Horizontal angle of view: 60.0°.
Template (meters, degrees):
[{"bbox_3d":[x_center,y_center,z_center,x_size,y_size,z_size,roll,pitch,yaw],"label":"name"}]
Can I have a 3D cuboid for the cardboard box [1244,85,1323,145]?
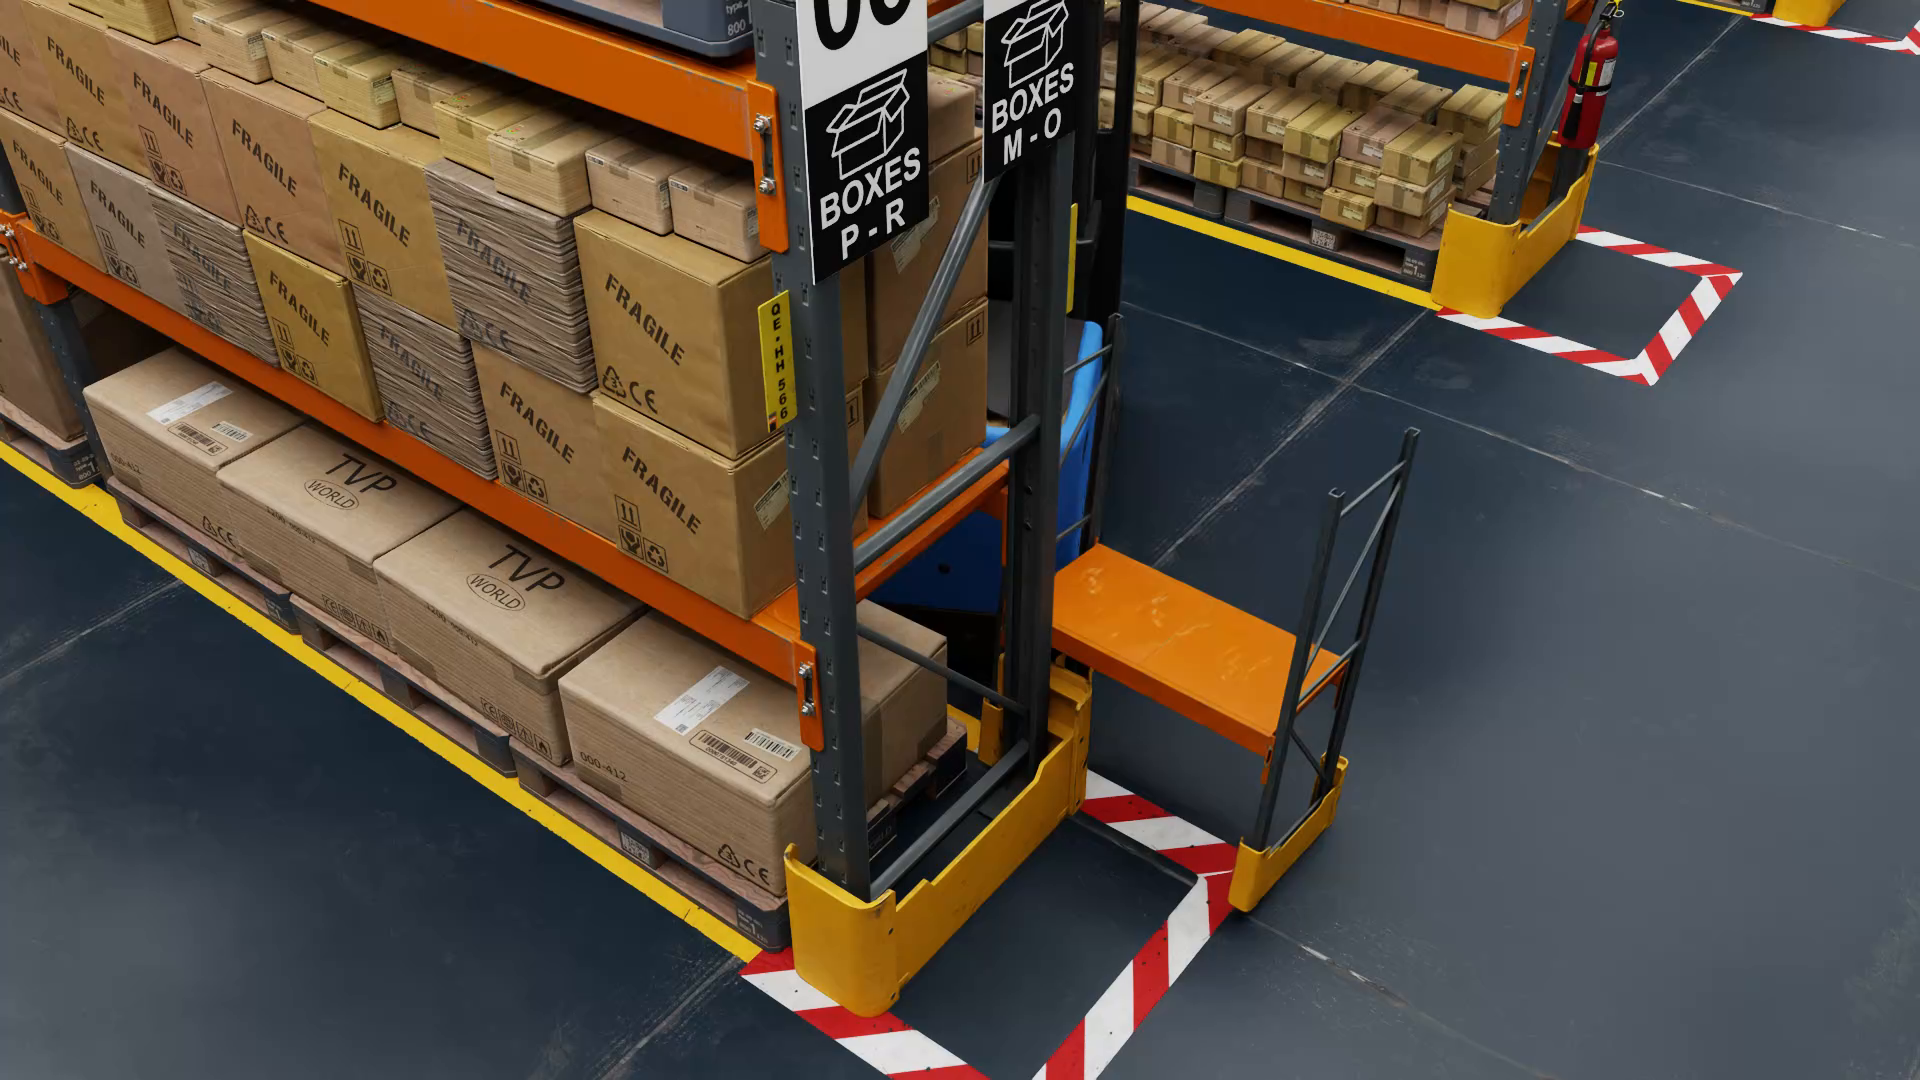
[{"bbox_3d":[1.678,-2.203,8.620,0.250,0.149,0.380,23,44,27],"label":"cardboard box"}]

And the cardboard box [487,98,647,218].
[{"bbox_3d":[-0.939,-0.968,4.135,0.250,0.149,0.380,25,44,28],"label":"cardboard box"}]

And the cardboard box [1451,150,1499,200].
[{"bbox_3d":[2.645,-1.962,8.795,0.250,0.149,0.380,26,45,29],"label":"cardboard box"}]

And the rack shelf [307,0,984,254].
[{"bbox_3d":[-1.648,-1.752,4.704,4.000,0.370,1.077,25,45,29],"label":"rack shelf"}]

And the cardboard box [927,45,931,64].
[{"bbox_3d":[-0.217,-2.932,9.792,0.250,0.149,0.380,27,46,30],"label":"cardboard box"}]

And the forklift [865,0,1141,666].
[{"bbox_3d":[0.129,-1.584,6.395,1.130,2.935,3.031,6,38,7],"label":"forklift"}]

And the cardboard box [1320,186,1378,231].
[{"bbox_3d":[2.057,-1.751,8.525,0.250,0.149,0.380,27,45,30],"label":"cardboard box"}]

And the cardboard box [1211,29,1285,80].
[{"bbox_3d":[1.600,-2.689,9.241,0.250,0.149,0.380,26,45,29],"label":"cardboard box"}]

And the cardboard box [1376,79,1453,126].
[{"bbox_3d":[2.365,-2.250,8.681,0.250,0.149,0.380,26,45,29],"label":"cardboard box"}]

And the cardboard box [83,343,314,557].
[{"bbox_3d":[-2.804,-0.472,6.657,0.875,0.438,0.875,25,44,28],"label":"cardboard box"}]

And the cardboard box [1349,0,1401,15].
[{"bbox_3d":[2.053,-2.649,7.904,0.250,0.149,0.380,25,44,28],"label":"cardboard box"}]

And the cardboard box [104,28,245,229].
[{"bbox_3d":[-2.208,-1.349,5.148,0.500,0.500,0.500,26,45,29],"label":"cardboard box"}]

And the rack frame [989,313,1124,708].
[{"bbox_3d":[0.300,0.014,5.472,0.032,1.500,0.500,26,39,29],"label":"rack frame"}]

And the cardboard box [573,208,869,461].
[{"bbox_3d":[-0.587,-0.602,4.193,0.500,0.500,0.500,27,45,30],"label":"cardboard box"}]

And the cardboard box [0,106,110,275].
[{"bbox_3d":[-3.023,-1.338,5.945,0.500,0.500,0.500,27,45,30],"label":"cardboard box"}]

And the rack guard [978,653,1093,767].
[{"bbox_3d":[0.275,0.541,5.808,0.087,0.250,0.587,26,39,29],"label":"rack guard"}]

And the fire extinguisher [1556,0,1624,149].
[{"bbox_3d":[2.787,-2.069,7.324,0.183,0.674,0.296,25,45,29],"label":"fire extinguisher"}]

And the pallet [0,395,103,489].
[{"bbox_3d":[-3.896,-0.757,7.546,1.213,0.211,1.003,25,45,29],"label":"pallet"}]

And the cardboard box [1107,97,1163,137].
[{"bbox_3d":[1.014,-2.360,9.062,0.250,0.149,0.380,26,45,29],"label":"cardboard box"}]

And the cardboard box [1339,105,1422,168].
[{"bbox_3d":[2.128,-2.040,8.412,0.250,0.149,0.380,26,45,29],"label":"cardboard box"}]

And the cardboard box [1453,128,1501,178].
[{"bbox_3d":[2.607,-2.048,8.664,0.250,0.149,0.380,27,46,30],"label":"cardboard box"}]

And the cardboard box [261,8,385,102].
[{"bbox_3d":[-1.711,-1.388,4.671,0.250,0.149,0.380,27,45,30],"label":"cardboard box"}]

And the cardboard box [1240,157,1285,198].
[{"bbox_3d":[1.695,-1.978,8.815,0.250,0.149,0.380,26,45,29],"label":"cardboard box"}]

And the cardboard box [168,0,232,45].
[{"bbox_3d":[-2.099,-1.592,4.932,0.250,0.149,0.380,25,45,28],"label":"cardboard box"}]

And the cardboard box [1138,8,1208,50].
[{"bbox_3d":[1.211,-2.883,9.489,0.250,0.149,0.380,24,44,27],"label":"cardboard box"}]

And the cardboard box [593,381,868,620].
[{"bbox_3d":[-0.604,-0.195,4.485,0.500,0.500,0.500,26,45,29],"label":"cardboard box"}]

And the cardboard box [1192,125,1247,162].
[{"bbox_3d":[1.442,-2.166,8.814,0.250,0.149,0.380,26,45,29],"label":"cardboard box"}]

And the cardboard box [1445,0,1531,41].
[{"bbox_3d":[2.436,-2.451,7.651,0.250,0.149,0.380,25,45,29],"label":"cardboard box"}]

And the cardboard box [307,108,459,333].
[{"bbox_3d":[-1.411,-0.970,4.663,0.500,0.500,0.500,25,44,28],"label":"cardboard box"}]

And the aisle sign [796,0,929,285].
[{"bbox_3d":[-0.191,-0.950,3.421,0.004,0.787,0.394,25,45,29],"label":"aisle sign"}]

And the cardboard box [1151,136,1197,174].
[{"bbox_3d":[1.249,-2.155,9.042,0.250,0.149,0.380,26,45,29],"label":"cardboard box"}]

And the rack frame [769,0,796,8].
[{"bbox_3d":[-0.060,-2.467,2.601,0.127,3.000,1.000,25,45,29],"label":"rack frame"}]

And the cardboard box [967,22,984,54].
[{"bbox_3d":[0.251,-2.908,9.521,0.250,0.149,0.380,25,44,28],"label":"cardboard box"}]

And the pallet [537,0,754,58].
[{"bbox_3d":[-0.655,-1.524,3.902,1.213,0.211,1.003,25,45,29],"label":"pallet"}]

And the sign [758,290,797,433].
[{"bbox_3d":[-0.401,-0.393,3.688,0.005,0.325,0.100,25,45,29],"label":"sign"}]

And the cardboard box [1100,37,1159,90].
[{"bbox_3d":[0.891,-2.625,9.159,0.250,0.149,0.380,23,44,27],"label":"cardboard box"}]

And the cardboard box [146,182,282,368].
[{"bbox_3d":[-2.235,-0.958,5.460,0.500,0.500,0.500,26,45,29],"label":"cardboard box"}]

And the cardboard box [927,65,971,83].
[{"bbox_3d":[-0.005,-2.714,9.755,0.250,0.149,0.380,27,45,30],"label":"cardboard box"}]

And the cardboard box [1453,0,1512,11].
[{"bbox_3d":[2.354,-2.765,7.526,0.500,0.500,0.500,26,45,29],"label":"cardboard box"}]

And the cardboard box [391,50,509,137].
[{"bbox_3d":[-1.279,-1.215,4.451,0.250,0.149,0.380,25,44,28],"label":"cardboard box"}]

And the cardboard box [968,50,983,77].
[{"bbox_3d":[0.254,-2.808,9.633,0.250,0.149,0.380,25,44,28],"label":"cardboard box"}]

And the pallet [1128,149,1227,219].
[{"bbox_3d":[1.218,-2.276,9.485,1.213,0.211,1.003,25,45,29],"label":"pallet"}]

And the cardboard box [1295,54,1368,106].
[{"bbox_3d":[1.996,-2.460,8.948,0.250,0.149,0.380,23,44,27],"label":"cardboard box"}]

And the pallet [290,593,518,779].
[{"bbox_3d":[-1.707,0.275,6.228,1.213,0.211,1.003,25,45,29],"label":"pallet"}]

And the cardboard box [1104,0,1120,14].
[{"bbox_3d":[0.719,-3.034,9.682,0.250,0.149,0.380,27,45,30],"label":"cardboard box"}]

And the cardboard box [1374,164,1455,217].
[{"bbox_3d":[2.275,-1.784,8.326,0.250,0.149,0.380,24,44,27],"label":"cardboard box"}]

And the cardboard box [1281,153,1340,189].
[{"bbox_3d":[1.861,-1.978,8.574,0.250,0.149,0.380,23,44,27],"label":"cardboard box"}]

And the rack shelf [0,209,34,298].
[{"bbox_3d":[-4.826,-2.069,7.542,4.000,0.370,1.077,25,45,29],"label":"rack shelf"}]

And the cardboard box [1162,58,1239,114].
[{"bbox_3d":[1.289,-2.429,8.909,0.250,0.149,0.380,24,44,27],"label":"cardboard box"}]

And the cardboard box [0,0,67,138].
[{"bbox_3d":[-3.006,-1.739,5.646,0.500,0.500,0.500,26,45,29],"label":"cardboard box"}]

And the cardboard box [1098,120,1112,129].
[{"bbox_3d":[0.839,-2.348,9.287,0.250,0.149,0.380,24,44,27],"label":"cardboard box"}]

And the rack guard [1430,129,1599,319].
[{"bbox_3d":[2.807,-1.611,8.402,0.348,0.500,1.175,25,45,29],"label":"rack guard"}]

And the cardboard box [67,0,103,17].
[{"bbox_3d":[-2.542,-1.760,5.146,0.250,0.149,0.380,25,44,28],"label":"cardboard box"}]

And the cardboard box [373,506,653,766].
[{"bbox_3d":[-1.377,0.202,5.797,0.875,0.438,0.875,27,45,30],"label":"cardboard box"}]

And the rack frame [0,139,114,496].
[{"bbox_3d":[-3.237,-1.603,6.364,0.127,3.000,1.000,25,45,29],"label":"rack frame"}]

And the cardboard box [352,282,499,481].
[{"bbox_3d":[-1.408,-0.578,4.974,0.500,0.500,0.500,27,45,30],"label":"cardboard box"}]

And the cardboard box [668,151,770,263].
[{"bbox_3d":[-0.467,-0.830,3.958,0.250,0.149,0.380,26,45,29],"label":"cardboard box"}]

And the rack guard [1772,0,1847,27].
[{"bbox_3d":[5.980,-3.964,11.408,0.348,0.500,1.175,25,45,29],"label":"rack guard"}]

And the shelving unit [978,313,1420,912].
[{"bbox_3d":[0.703,0.214,5.218,1.083,1.500,0.587,26,39,29],"label":"shelving unit"}]
